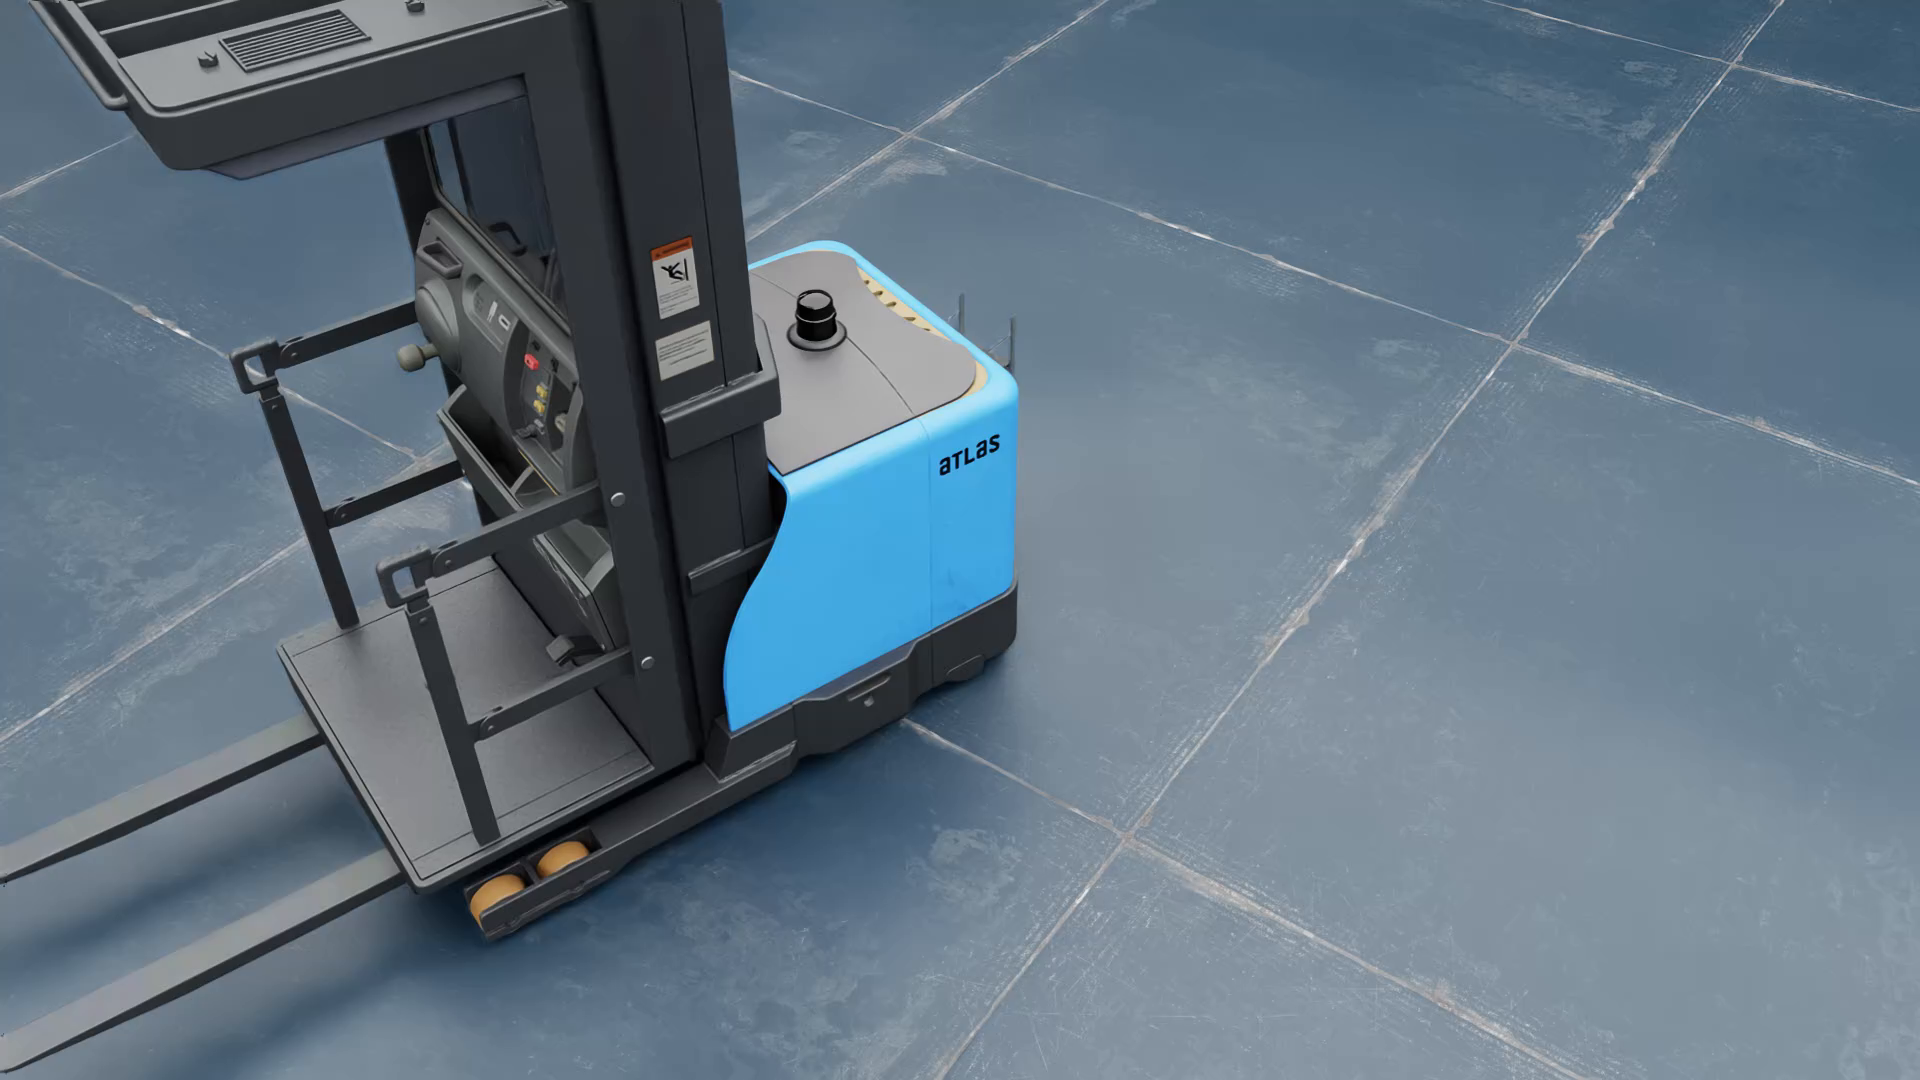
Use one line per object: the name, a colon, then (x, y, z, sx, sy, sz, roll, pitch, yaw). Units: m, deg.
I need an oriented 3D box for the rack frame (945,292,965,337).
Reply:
rack frame: (-0.061, -0.388, 5.509, 0.006, 0.900, 0.240, 27, 49, 27)

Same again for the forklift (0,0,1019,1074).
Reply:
forklift: (-1.310, -0.417, 4.018, 3.031, 2.935, 1.130, -26, 48, -26)

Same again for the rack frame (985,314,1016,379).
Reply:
rack frame: (0.100, -0.305, 5.416, 0.006, 0.900, 0.240, 27, 49, 27)

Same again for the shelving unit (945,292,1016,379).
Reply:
shelving unit: (0.019, -0.347, 5.463, 0.210, 0.900, 0.258, 27, 49, 27)

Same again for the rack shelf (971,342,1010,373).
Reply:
rack shelf: (0.019, -0.523, 5.305, 0.200, 0.077, 0.258, 27, 49, 27)
